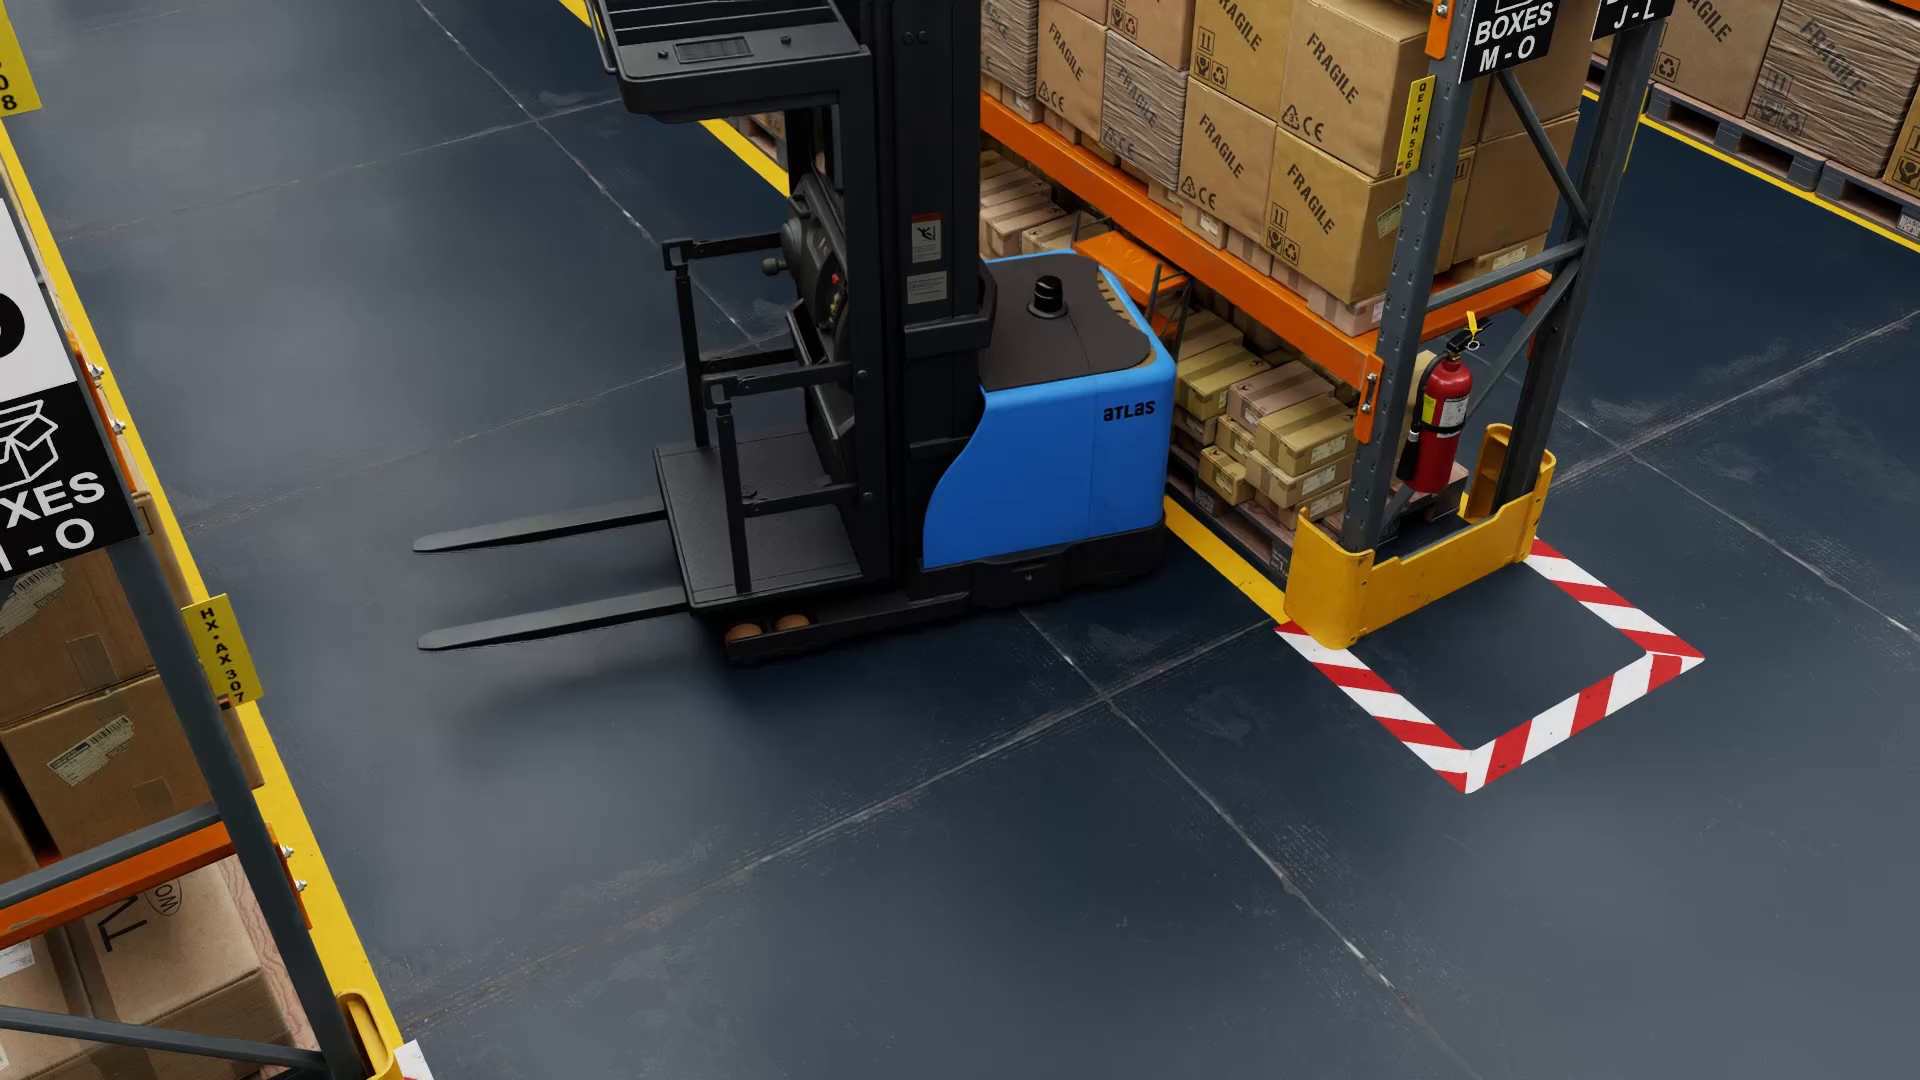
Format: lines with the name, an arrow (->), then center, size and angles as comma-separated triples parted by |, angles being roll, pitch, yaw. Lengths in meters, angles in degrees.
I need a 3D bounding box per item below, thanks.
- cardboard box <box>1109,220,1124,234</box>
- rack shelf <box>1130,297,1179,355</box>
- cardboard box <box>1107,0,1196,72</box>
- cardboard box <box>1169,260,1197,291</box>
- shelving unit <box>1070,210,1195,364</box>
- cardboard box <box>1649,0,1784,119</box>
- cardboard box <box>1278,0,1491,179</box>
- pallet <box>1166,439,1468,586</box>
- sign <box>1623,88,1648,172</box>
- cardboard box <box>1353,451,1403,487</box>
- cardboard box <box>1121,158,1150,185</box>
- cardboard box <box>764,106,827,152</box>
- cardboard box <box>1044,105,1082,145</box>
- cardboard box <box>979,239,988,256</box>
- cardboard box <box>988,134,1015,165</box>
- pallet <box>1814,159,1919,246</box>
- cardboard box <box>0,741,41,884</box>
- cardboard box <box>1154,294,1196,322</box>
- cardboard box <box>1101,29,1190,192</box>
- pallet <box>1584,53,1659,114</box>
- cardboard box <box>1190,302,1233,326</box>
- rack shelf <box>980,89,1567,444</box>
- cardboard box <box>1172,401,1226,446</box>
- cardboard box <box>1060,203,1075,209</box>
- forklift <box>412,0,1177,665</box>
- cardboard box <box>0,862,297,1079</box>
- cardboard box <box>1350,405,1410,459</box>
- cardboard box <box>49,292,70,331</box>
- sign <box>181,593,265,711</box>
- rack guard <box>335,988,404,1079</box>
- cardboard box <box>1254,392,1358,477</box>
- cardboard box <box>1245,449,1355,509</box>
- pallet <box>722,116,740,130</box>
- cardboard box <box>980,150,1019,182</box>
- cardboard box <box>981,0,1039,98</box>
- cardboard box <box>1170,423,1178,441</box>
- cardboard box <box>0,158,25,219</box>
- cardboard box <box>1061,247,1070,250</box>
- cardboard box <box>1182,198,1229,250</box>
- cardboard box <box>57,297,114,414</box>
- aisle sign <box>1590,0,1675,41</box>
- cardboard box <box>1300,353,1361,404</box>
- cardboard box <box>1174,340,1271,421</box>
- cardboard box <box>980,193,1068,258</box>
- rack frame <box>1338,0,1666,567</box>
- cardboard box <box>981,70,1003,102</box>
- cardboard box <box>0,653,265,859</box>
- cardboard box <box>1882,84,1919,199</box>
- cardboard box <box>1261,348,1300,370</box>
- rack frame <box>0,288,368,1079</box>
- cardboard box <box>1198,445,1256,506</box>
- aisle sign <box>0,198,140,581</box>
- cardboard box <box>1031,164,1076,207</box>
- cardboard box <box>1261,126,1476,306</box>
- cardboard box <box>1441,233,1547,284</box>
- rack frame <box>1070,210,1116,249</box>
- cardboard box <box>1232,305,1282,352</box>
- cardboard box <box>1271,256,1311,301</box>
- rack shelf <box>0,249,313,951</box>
cardboard box -> 0.966, -1.617, 8.281 | 0.380, 0.149, 0.250 | -24, 45, -26
rack shelf -> 0.692, -0.939, 7.158 | 0.258, 0.148, 0.480 | -24, 49, -32
cardboard box -> 0.927, -2.193, 6.447 | 0.500, 0.500, 0.500 | -20, 44, -22
cardboard box -> 1.223, -1.342, 7.952 | 0.380, 0.149, 0.250 | -22, 44, -24
shelving unit -> 0.677, -0.820, 7.258 | 0.258, 1.200, 0.503 | -24, 49, -32
cardboard box -> 4.800, -3.231, 10.116 | 0.875, 0.875, 0.875 | -22, 45, -24
cardboard box -> 1.487, -1.642, 5.786 | 0.500, 0.500, 0.500 | -23, 45, -25
pallet -> 1.495, -0.365, 7.523 | 1.003, 0.211, 1.213 | -22, 45, -24
sign -> 2.400, -1.464, 5.987 | 0.100, 0.325, 0.005 | -22, 45, -24
cardboard box -> 1.931, -0.403, 7.290 | 0.380, 0.149, 0.250 | -21, 44, -24
cardboard box -> 0.911, -1.652, 7.085 | 0.380, 0.149, 0.250 | -24, 45, -26
cardboard box -> -0.818, -2.617, 9.672 | 0.500, 0.500, 0.500 | -23, 45, -25
cardboard box -> 0.601, -1.918, 7.405 | 0.380, 0.149, 0.250 | -21, 44, -23
cardboard box -> 0.233, -1.606, 8.501 | 0.380, 0.149, 0.250 | -25, 46, -26
cardboard box -> 0.374, -2.171, 8.947 | 0.380, 0.149, 0.250 | -22, 44, -24
pallet -> 5.683, -1.930, 9.402 | 1.003, 0.211, 1.213 | -22, 45, -24
cardboard box -> -2.659, 0.607, 4.101 | 0.500, 0.500, 0.500 | -22, 45, -24
cardboard box -> 0.834, -0.976, 7.512 | 0.380, 0.149, 0.250 | -21, 44, -23
cardboard box -> 0.931, -1.801, 6.758 | 0.500, 0.500, 0.500 | -22, 45, -24
pallet -> 4.371, -3.247, 10.982 | 1.003, 0.211, 1.213 | -22, 45, -24
cardboard box -> 1.302, -1.051, 7.835 | 0.380, 0.149, 0.250 | -24, 46, -26
rack shelf -> 0.867, -1.747, 7.566 | 1.077, 0.370, 4.000 | -22, 45, -24
cardboard box -> 1.138, -0.591, 7.283 | 0.380, 0.149, 0.250 | -24, 45, -26
cardboard box -> 0.596, -1.773, 8.702 | 0.380, 0.149, 0.250 | -22, 44, -24
forklift -> -0.721, -1.006, 6.168 | 3.031, 2.935, 1.130 | -10, 41, -12
cardboard box -> -2.616, 1.315, 5.002 | 0.875, 0.438, 0.875 | -24, 45, -26
cardboard box -> 1.878, -0.496, 7.168 | 0.380, 0.149, 0.250 | -20, 44, -23
cardboard box -> -2.378, -0.441, 4.070 | 0.380, 0.149, 0.250 | -21, 44, -23
sign -> -1.705, 0.263, 3.853 | 0.100, 0.325, 0.005 | -22, 45, -24
rack guard -> -2.163, 1.788, 4.714 | 1.175, 0.500, 0.348 | -22, 45, -24
cardboard box -> 1.445, -0.437, 6.866 | 0.380, 0.149, 0.250 | -22, 44, -24
cardboard box -> 1.418, -0.311, 6.947 | 0.380, 0.149, 0.250 | -23, 45, -25
pallet -> -1.288, -3.111, 10.818 | 1.003, 0.211, 1.213 | -22, 45, -24
cardboard box -> 0.078, -1.852, 8.563 | 0.380, 0.149, 0.250 | -23, 45, -25
cardboard box -> 0.358, -2.353, 7.420 | 0.500, 0.500, 0.500 | -23, 45, -25
cardboard box -> 1.047, -0.628, 7.559 | 0.380, 0.149, 0.250 | -22, 44, -24
cardboard box -> -3.030, -0.786, 4.991 | 0.500, 0.500, 0.500 | -22, 45, -24
cardboard box -> 0.621, -1.288, 7.887 | 0.380, 0.149, 0.250 | -22, 45, -24
cardboard box -> 1.123, -1.333, 6.703 | 0.380, 0.149, 0.250 | -21, 44, -23
cardboard box -> -2.478, -0.242, 4.338 | 0.500, 0.500, 0.500 | -23, 45, -26
aisle sign -> 2.235, -2.007, 5.284 | 0.394, 0.787, 0.004 | -22, 45, -24
cardboard box -> 1.698, -0.746, 7.236 | 0.380, 0.149, 0.250 | -21, 44, -24
cardboard box -> 1.111, -0.689, 7.168 | 0.380, 0.149, 0.250 | -23, 45, -25
cardboard box -> 0.306, -1.553, 8.205 | 0.380, 0.149, 0.250 | -21, 44, -24
rack frame -> 1.943, -0.944, 6.040 | 1.000, 3.000, 0.127 | -22, 45, -24
cardboard box -> 0.279, -2.194, 7.736 | 0.380, 0.149, 0.250 | -21, 44, -24
cardboard box -> -2.192, 0.418, 4.327 | 0.500, 0.500, 0.500 | -23, 45, -25
cardboard box -> 5.768, -2.260, 8.951 | 0.875, 0.875, 0.875 | -22, 45, -24
cardboard box -> 1.572, -0.765, 7.491 | 0.380, 0.149, 0.250 | -22, 44, -24
rack frame -> -2.176, 0.814, 3.930 | 1.000, 3.000, 0.127 | -22, 45, -24
cardboard box -> 1.260, -0.327, 7.198 | 0.380, 0.149, 0.250 | -21, 44, -23
aisle sign -> -1.893, -0.245, 3.171 | 0.394, 0.787, 0.004 | -22, 45, -24
cardboard box -> 0.587, -1.872, 8.588 | 0.380, 0.149, 0.250 | -21, 44, -23
cardboard box -> 1.484, -1.251, 6.097 | 0.500, 0.500, 0.500 | -21, 44, -24
cardboard box -> 2.045, -1.135, 6.466 | 0.380, 0.149, 0.250 | -23, 45, -25
rack frame -> 0.524, -0.953, 7.394 | 0.240, 1.200, 0.015 | -24, 49, -32
cardboard box -> 1.467, -1.031, 7.579 | 0.380, 0.149, 0.250 | -24, 46, -26
cardboard box -> 1.427, -1.073, 6.391 | 0.380, 0.149, 0.250 | -22, 45, -24
rack shelf -> -3.252, 0.011, 5.455 | 1.077, 0.370, 4.000 | -22, 45, -24
